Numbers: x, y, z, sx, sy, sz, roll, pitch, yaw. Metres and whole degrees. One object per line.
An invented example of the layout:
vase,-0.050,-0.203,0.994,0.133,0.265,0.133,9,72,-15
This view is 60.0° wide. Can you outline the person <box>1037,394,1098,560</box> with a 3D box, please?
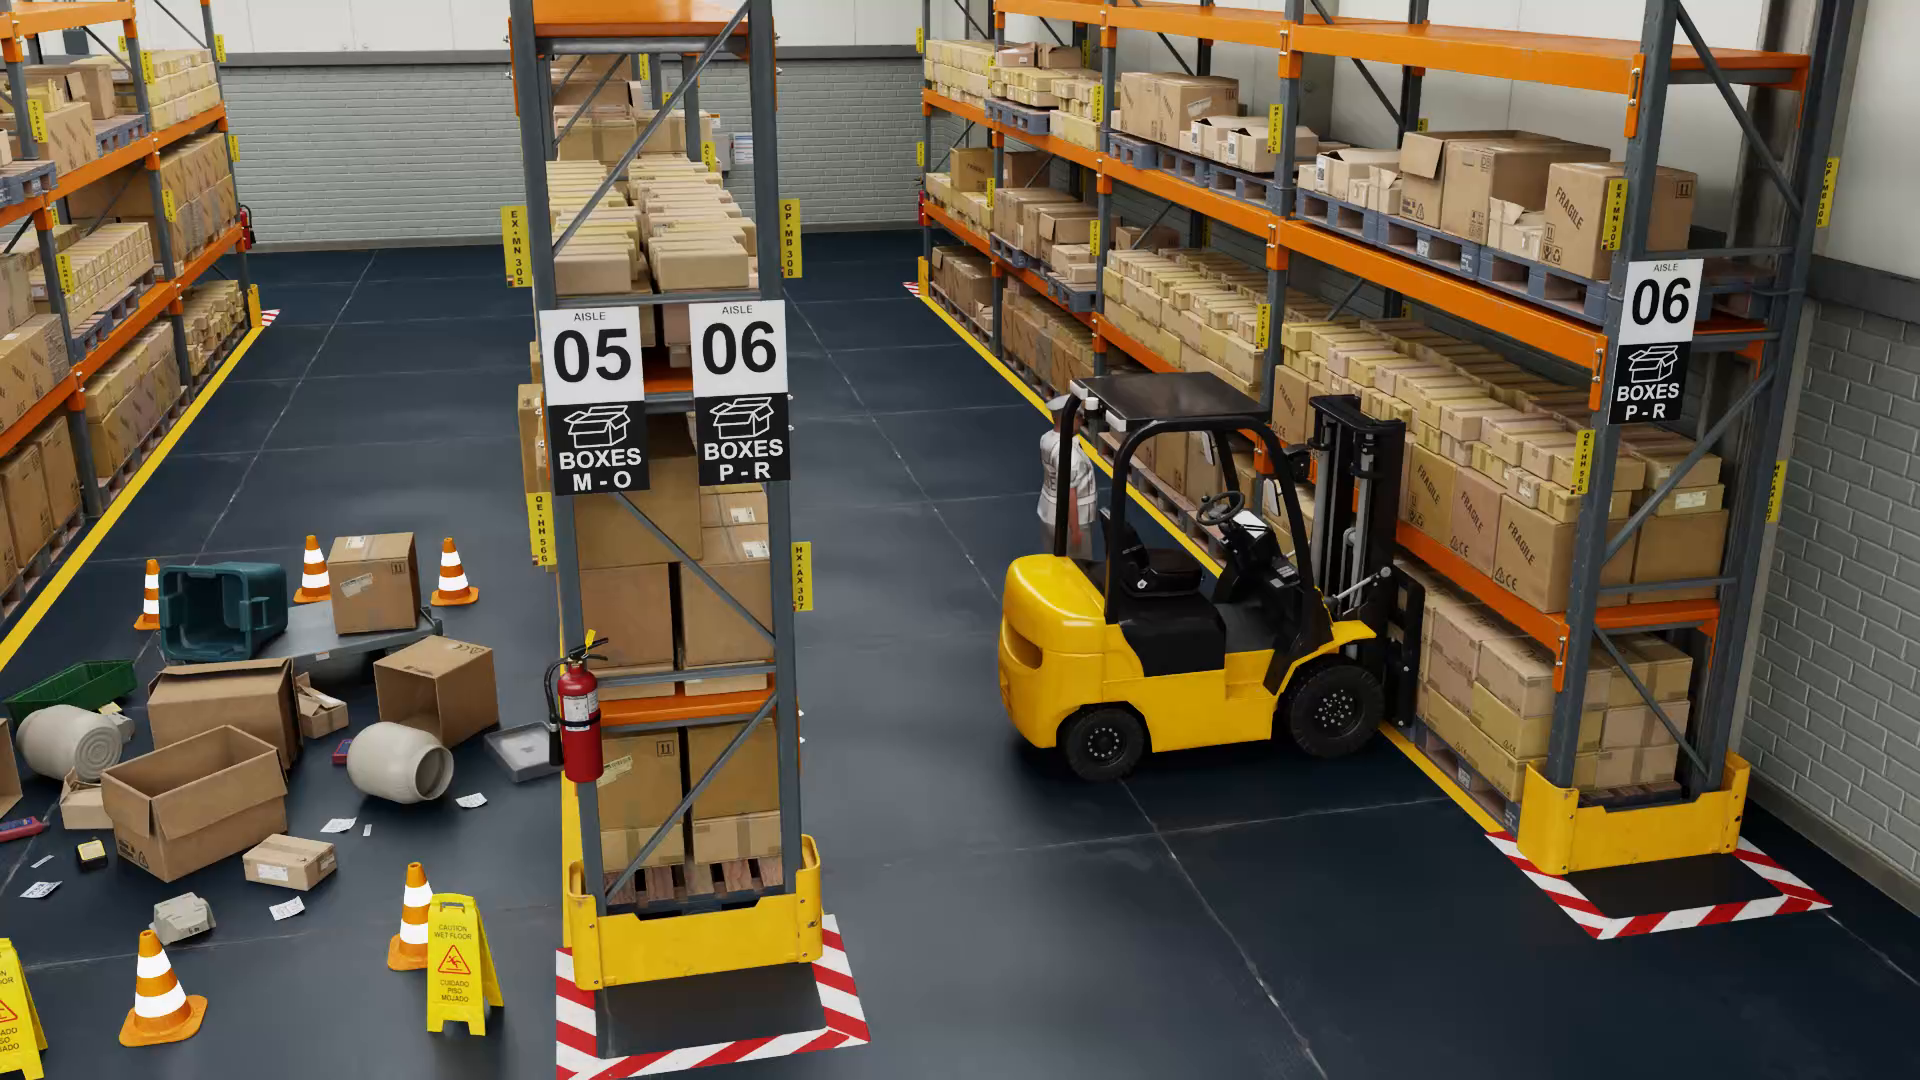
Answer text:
person,0.751,-0.141,11.465,0.420,1.777,0.526,-4,20,-11
